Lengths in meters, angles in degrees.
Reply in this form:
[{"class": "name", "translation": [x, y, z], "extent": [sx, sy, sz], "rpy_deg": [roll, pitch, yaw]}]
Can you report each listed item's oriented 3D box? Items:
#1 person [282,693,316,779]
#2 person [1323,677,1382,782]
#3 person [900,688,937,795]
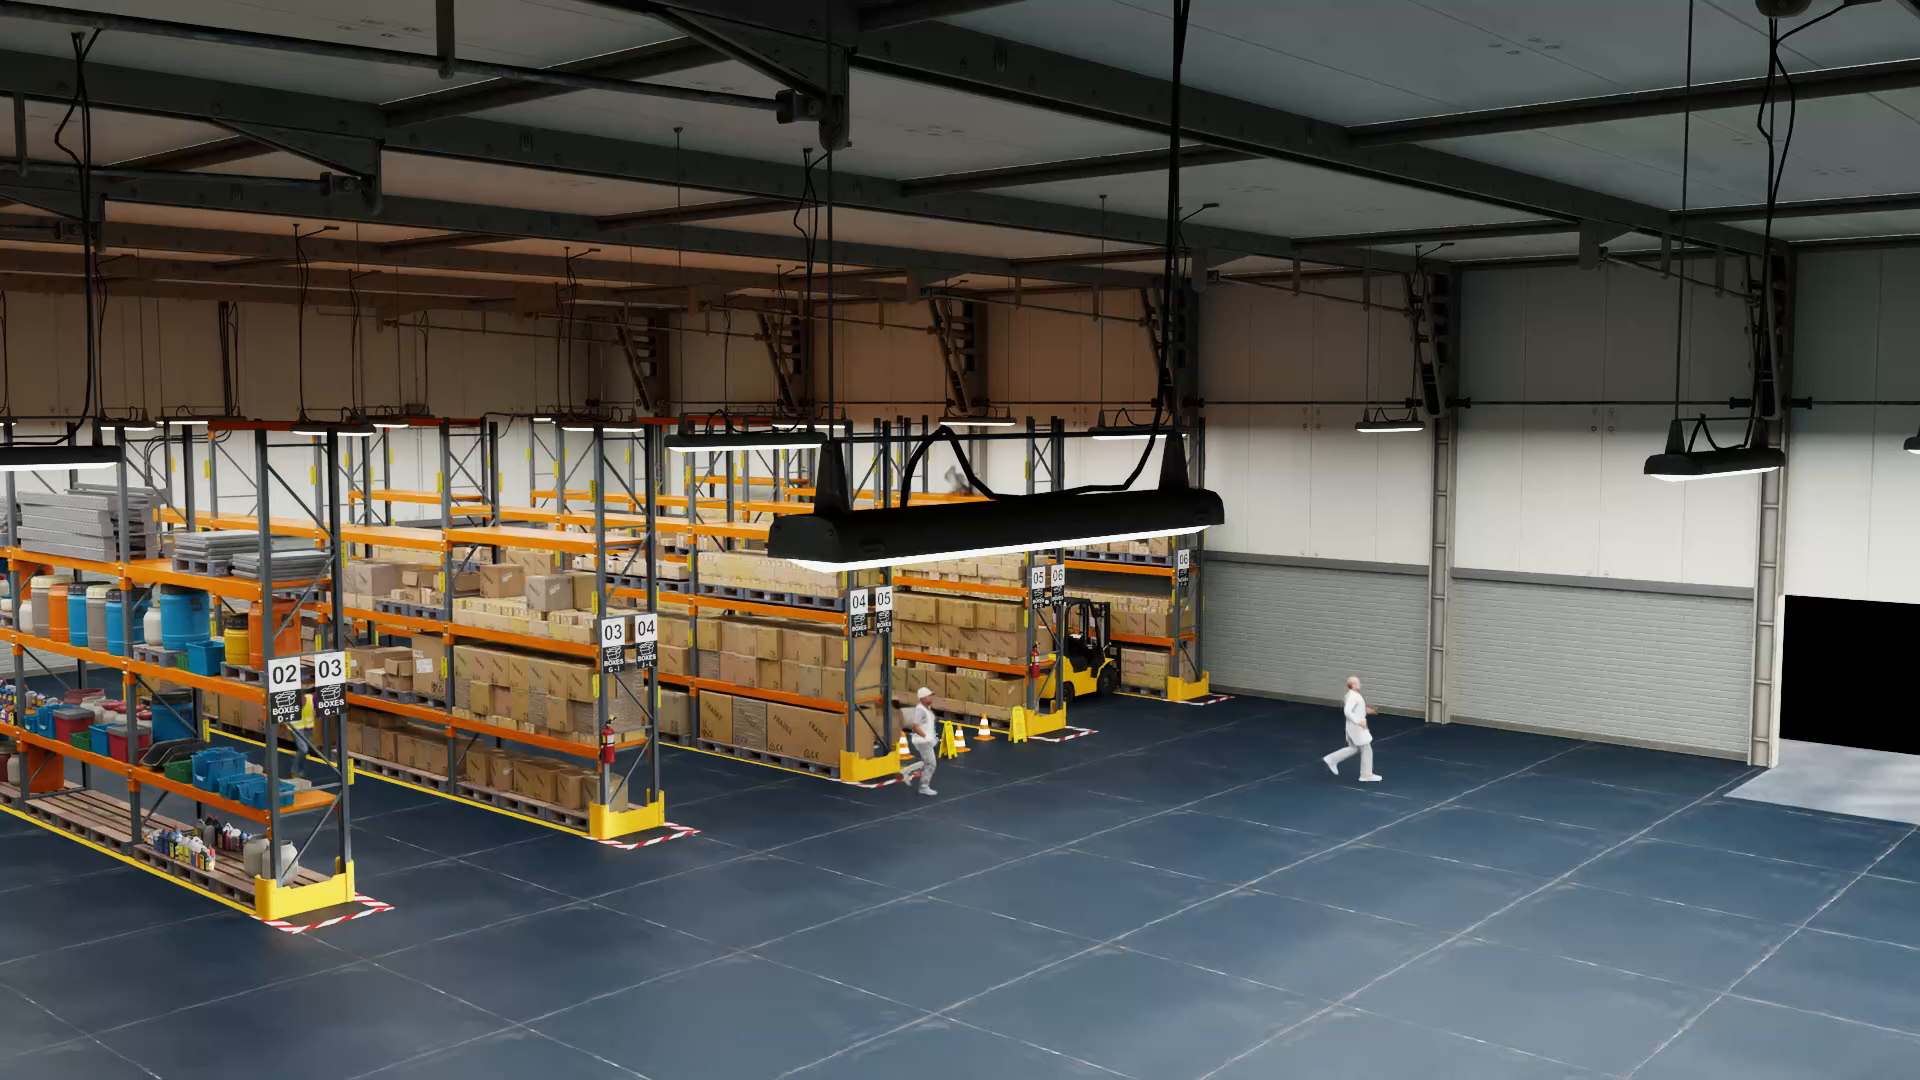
[{"class": "person", "translation": [-10.936, 3.173, 27.652], "extent": [0.749, 1.825, 0.661], "rpy_deg": [4, 6, 41]}, {"class": "person", "translation": [6.563, 3.149, 27.723], "extent": [0.963, 1.751, 0.720], "rpy_deg": [0, 5, 3]}, {"class": "person", "translation": [-0.646, 3.238, 26.833], "extent": [0.604, 1.737, 0.694], "rpy_deg": [1, 5, 6]}]
